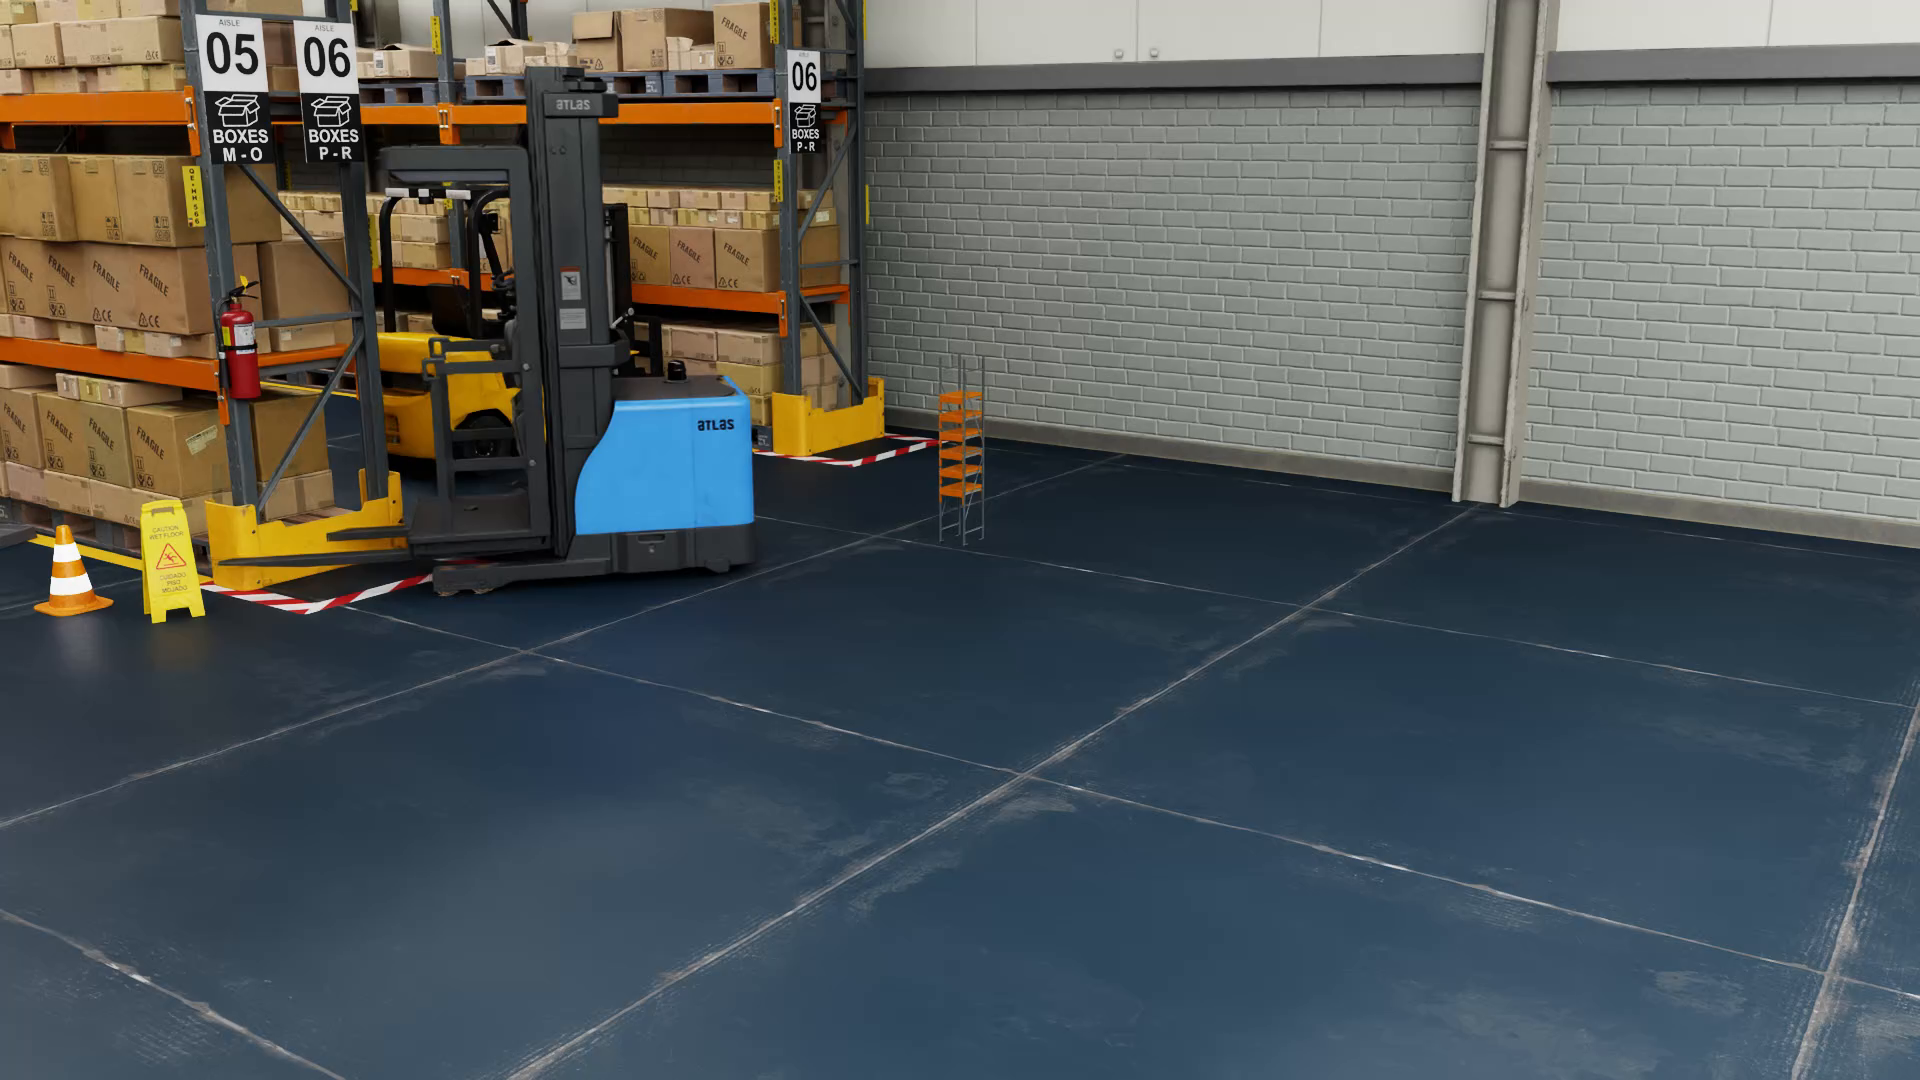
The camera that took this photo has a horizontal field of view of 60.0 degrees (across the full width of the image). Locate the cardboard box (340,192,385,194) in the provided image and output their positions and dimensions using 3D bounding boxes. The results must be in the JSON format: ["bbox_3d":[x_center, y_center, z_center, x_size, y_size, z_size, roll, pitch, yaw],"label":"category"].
[{"bbox_3d":[-6.245,-3.560,17.404,0.250,0.149,0.380,9,16,32],"label":"cardboard box"}]

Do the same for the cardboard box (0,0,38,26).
[{"bbox_3d":[-5.624,-3.190,10.087,0.250,0.149,0.380,10,17,34],"label":"cardboard box"}]

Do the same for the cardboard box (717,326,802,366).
[{"bbox_3d":[-1.676,-1.627,13.922,0.500,0.250,0.500,10,17,35],"label":"cardboard box"}]

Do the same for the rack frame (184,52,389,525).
[{"bbox_3d":[-3.887,-1.283,9.764,0.127,3.000,1.000,9,17,33],"label":"rack frame"}]

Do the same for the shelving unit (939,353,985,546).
[{"bbox_3d":[0.012,-0.580,10.671,0.189,1.200,0.258,9,17,33],"label":"shelving unit"}]

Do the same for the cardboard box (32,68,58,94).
[{"bbox_3d":[-5.386,-2.787,10.118,0.250,0.149,0.380,9,16,31],"label":"cardboard box"}]

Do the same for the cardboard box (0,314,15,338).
[{"bbox_3d":[-6.068,-1.418,10.831,0.250,0.149,0.380,9,17,33],"label":"cardboard box"}]

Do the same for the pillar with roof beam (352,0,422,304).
[{"bbox_3d":[-8.576,-5.405,13.929,0.400,9.000,9.100,9,17,33],"label":"pillar with roof beam"}]

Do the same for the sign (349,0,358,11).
[{"bbox_3d":[-3.585,-3.272,9.735,0.005,0.325,0.100,9,17,33],"label":"sign"}]

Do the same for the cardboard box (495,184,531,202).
[{"bbox_3d":[-4.063,-3.202,15.339,0.250,0.149,0.380,9,17,34],"label":"cardboard box"}]

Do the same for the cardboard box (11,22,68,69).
[{"bbox_3d":[-5.312,-2.962,9.996,0.500,0.250,0.500,10,17,34],"label":"cardboard box"}]

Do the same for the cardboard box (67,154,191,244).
[{"bbox_3d":[-4.849,-2.056,9.977,0.500,0.500,0.700,9,17,33],"label":"cardboard box"}]

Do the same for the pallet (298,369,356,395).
[{"bbox_3d":[-6.089,-1.711,17.294,1.213,0.211,1.003,9,17,33],"label":"pallet"}]

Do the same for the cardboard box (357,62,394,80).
[{"bbox_3d":[-5.521,-4.483,15.889,0.250,0.149,0.380,9,17,33],"label":"cardboard box"}]

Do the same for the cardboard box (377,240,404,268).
[{"bbox_3d":[-5.424,-2.819,16.279,0.500,0.250,0.500,9,17,32],"label":"cardboard box"}]

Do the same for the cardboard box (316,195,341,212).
[{"bbox_3d":[-6.187,-3.360,16.597,0.250,0.149,0.380,9,16,31],"label":"cardboard box"}]

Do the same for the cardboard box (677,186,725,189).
[{"bbox_3d":[-2.297,-3.064,14.783,0.250,0.149,0.380,9,16,31],"label":"cardboard box"}]

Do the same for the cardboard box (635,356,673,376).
[{"bbox_3d":[-2.549,-1.522,14.539,0.500,0.250,0.500,9,16,32],"label":"cardboard box"}]

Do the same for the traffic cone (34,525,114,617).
[{"bbox_3d":[-4.964,0.148,9.262,0.334,0.463,0.336,9,17,33],"label":"traffic cone"}]

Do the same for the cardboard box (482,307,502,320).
[{"bbox_3d":[-4.213,-2.037,15.576,0.500,0.250,0.500,9,16,32],"label":"cardboard box"}]

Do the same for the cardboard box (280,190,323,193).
[{"bbox_3d":[-7.096,-3.693,17.943,0.250,0.149,0.380,10,17,34],"label":"cardboard box"}]

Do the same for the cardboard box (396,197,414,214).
[{"bbox_3d":[-5.245,-3.249,16.147,0.250,0.149,0.380,9,17,33],"label":"cardboard box"}]

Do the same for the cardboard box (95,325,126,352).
[{"bbox_3d":[-5.020,-1.248,10.143,0.250,0.149,0.380,10,17,34],"label":"cardboard box"}]

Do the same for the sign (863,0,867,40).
[{"bbox_3d":[-0.805,-4.302,13.733,0.005,0.325,0.100,9,17,33],"label":"sign"}]

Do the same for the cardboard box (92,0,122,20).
[{"bbox_3d":[-4.747,-3.063,9.577,0.250,0.149,0.380,9,16,32],"label":"cardboard box"}]

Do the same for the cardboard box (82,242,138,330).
[{"bbox_3d":[-4.904,-1.562,10.063,0.500,0.500,0.500,9,17,33],"label":"cardboard box"}]

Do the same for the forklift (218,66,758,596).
[{"bbox_3d":[-2.798,-1.242,9.741,3.031,2.935,1.130,-4,14,-15],"label":"forklift"}]

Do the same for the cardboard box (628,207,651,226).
[{"bbox_3d":[-2.642,-2.794,14.311,0.250,0.149,0.380,9,17,33],"label":"cardboard box"}]

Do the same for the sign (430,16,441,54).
[{"bbox_3d":[-4.734,-4.560,15.028,0.005,0.325,0.100,9,17,33],"label":"sign"}]

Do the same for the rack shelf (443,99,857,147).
[{"bbox_3d":[-2.780,-3.648,14.573,4.000,0.370,1.077,9,17,33],"label":"rack shelf"}]

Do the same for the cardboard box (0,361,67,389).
[{"bbox_3d":[-6.145,-1.102,10.969,0.250,0.149,0.380,10,17,36],"label":"cardboard box"}]

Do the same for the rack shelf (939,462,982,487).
[{"bbox_3d":[0.012,-0.421,10.711,0.180,0.103,0.258,9,17,33],"label":"rack shelf"}]

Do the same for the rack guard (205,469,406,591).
[{"bbox_3d":[-3.950,-0.080,10.105,0.348,0.500,1.175,9,17,33],"label":"rack guard"}]

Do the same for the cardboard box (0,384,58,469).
[{"bbox_3d":[-5.988,-0.780,11.021,0.500,0.500,0.500,10,17,36],"label":"cardboard box"}]

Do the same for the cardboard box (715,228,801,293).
[{"bbox_3d":[-1.675,-2.335,13.807,0.500,0.500,0.500,9,16,32],"label":"cardboard box"}]

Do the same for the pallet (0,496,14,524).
[{"bbox_3d":[-6.629,-0.383,11.930,1.213,0.211,1.003,9,17,33],"label":"pallet"}]

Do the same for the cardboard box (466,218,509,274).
[{"bbox_3d":[-4.217,-2.747,15.468,0.500,0.500,0.500,9,16,31],"label":"cardboard box"}]

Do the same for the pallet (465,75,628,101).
[{"bbox_3d":[-3.717,-4.113,15.140,1.213,0.211,1.003,9,17,33],"label":"pallet"}]

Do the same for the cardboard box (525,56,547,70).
[{"bbox_3d":[-3.599,-4.172,14.634,0.250,0.149,0.380,10,17,34],"label":"cardboard box"}]

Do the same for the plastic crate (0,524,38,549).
[{"bbox_3d":[-6.361,-0.028,10.771,0.583,0.080,0.402,3,14,14],"label":"plastic crate"}]

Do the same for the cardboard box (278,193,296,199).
[{"bbox_3d":[-6.985,-3.511,17.204,0.250,0.149,0.380,9,17,33],"label":"cardboard box"}]

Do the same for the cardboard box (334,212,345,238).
[{"bbox_3d":[-5.841,-3.132,16.503,0.500,0.250,0.500,10,17,34],"label":"cardboard box"}]

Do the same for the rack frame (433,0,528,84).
[{"bbox_3d":[-4.439,-5.722,15.210,0.127,3.000,1.000,9,17,33],"label":"rack frame"}]

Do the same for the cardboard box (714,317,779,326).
[{"bbox_3d":[-1.830,-1.796,14.604,0.500,0.250,0.500,9,17,33],"label":"cardboard box"}]

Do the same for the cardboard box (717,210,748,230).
[{"bbox_3d":[-1.793,-2.656,13.751,0.250,0.149,0.380,9,17,34],"label":"cardboard box"}]

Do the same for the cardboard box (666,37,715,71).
[{"bbox_3d":[-2.188,-4.001,13.699,0.258,0.266,0.396,9,17,33],"label":"cardboard box"}]

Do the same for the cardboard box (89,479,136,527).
[{"bbox_3d":[-5.134,-0.278,10.552,0.500,0.250,0.500,9,17,33],"label":"cardboard box"}]

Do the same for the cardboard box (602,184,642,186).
[{"bbox_3d":[-3.147,-3.200,15.332,0.250,0.149,0.380,9,16,32],"label":"cardboard box"}]

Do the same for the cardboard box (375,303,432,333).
[{"bbox_3d":[-5.518,-2.034,16.866,0.625,0.625,0.875,9,17,32],"label":"cardboard box"}]

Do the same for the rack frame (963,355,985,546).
[{"bbox_3d":[0.088,-0.568,10.622,0.006,1.200,0.240,9,17,33],"label":"rack frame"}]

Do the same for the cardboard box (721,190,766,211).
[{"bbox_3d":[-1.757,-2.814,13.771,0.250,0.149,0.380,9,17,33],"label":"cardboard box"}]

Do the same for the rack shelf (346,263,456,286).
[{"bbox_3d":[-6.099,-2.729,17.101,4.000,0.370,1.077,9,17,33],"label":"rack shelf"}]

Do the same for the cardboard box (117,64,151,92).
[{"bbox_3d":[-4.564,-2.636,9.510,0.250,0.149,0.380,9,17,33],"label":"cardboard box"}]

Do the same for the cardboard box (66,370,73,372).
[{"bbox_3d":[-6.143,-0.959,11.742,0.500,0.500,0.500,10,17,34],"label":"cardboard box"}]

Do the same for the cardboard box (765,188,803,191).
[{"bbox_3d":[-1.465,-2.917,14.187,0.250,0.149,0.380,10,17,35],"label":"cardboard box"}]

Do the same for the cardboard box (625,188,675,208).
[{"bbox_3d":[-2.650,-2.938,14.273,0.250,0.149,0.380,10,17,34],"label":"cardboard box"}]

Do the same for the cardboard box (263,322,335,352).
[{"bbox_3d":[-4.054,-1.248,10.145,0.250,0.149,0.380,9,17,33],"label":"cardboard box"}]
